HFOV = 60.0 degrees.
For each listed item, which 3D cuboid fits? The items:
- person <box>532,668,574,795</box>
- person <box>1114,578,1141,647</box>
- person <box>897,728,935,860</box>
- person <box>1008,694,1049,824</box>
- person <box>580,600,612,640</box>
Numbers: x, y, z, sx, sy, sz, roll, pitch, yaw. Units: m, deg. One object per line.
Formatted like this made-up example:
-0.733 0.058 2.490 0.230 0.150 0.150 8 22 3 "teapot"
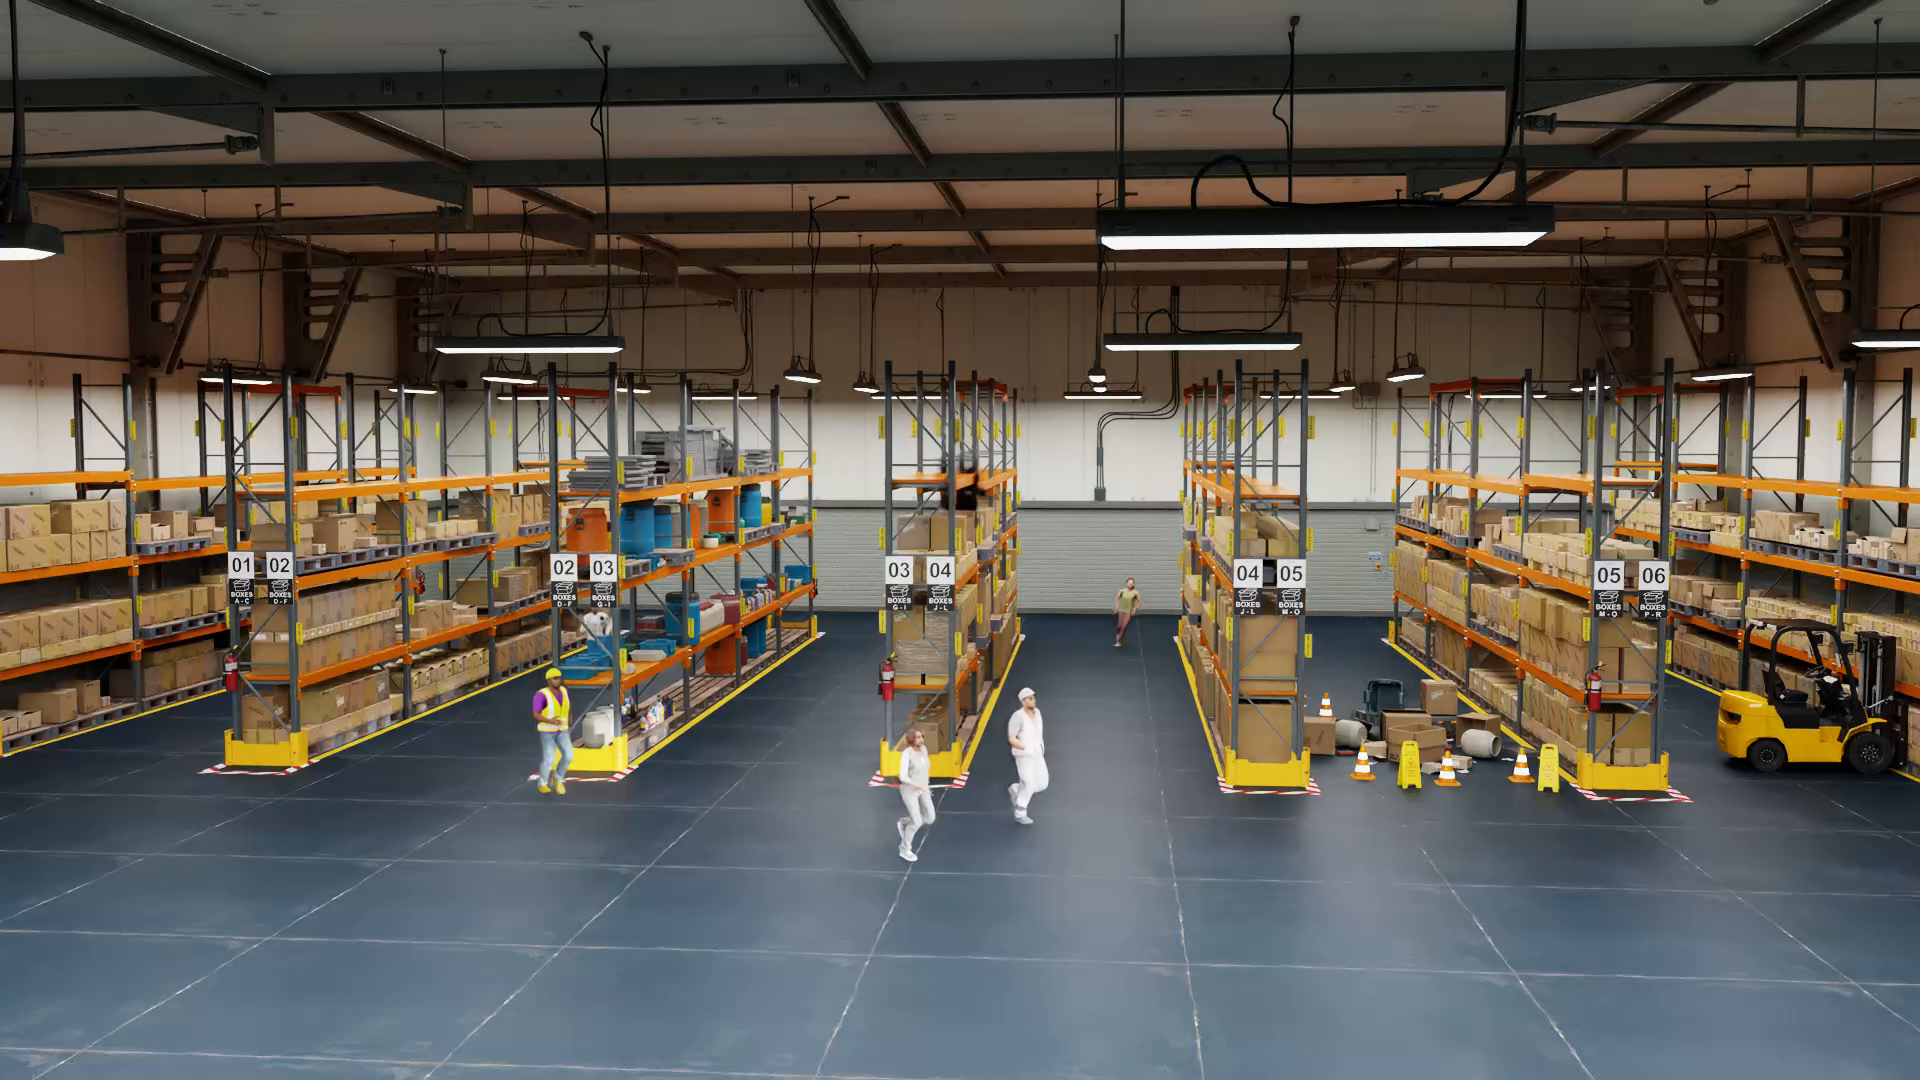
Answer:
-5.533 2.638 22.812 0.680 1.779 0.727 4 5 44 "person"
3.889 1.671 38.490 0.612 1.593 0.495 1 4 12 "person"
-0.510 2.958 19.406 0.603 1.559 0.566 3 5 40 "person"
0.865 2.766 21.195 0.664 1.695 0.685 4 5 44 "person"
-7.126 1.995 32.540 0.612 1.702 0.919 0 4 -6 "person"
